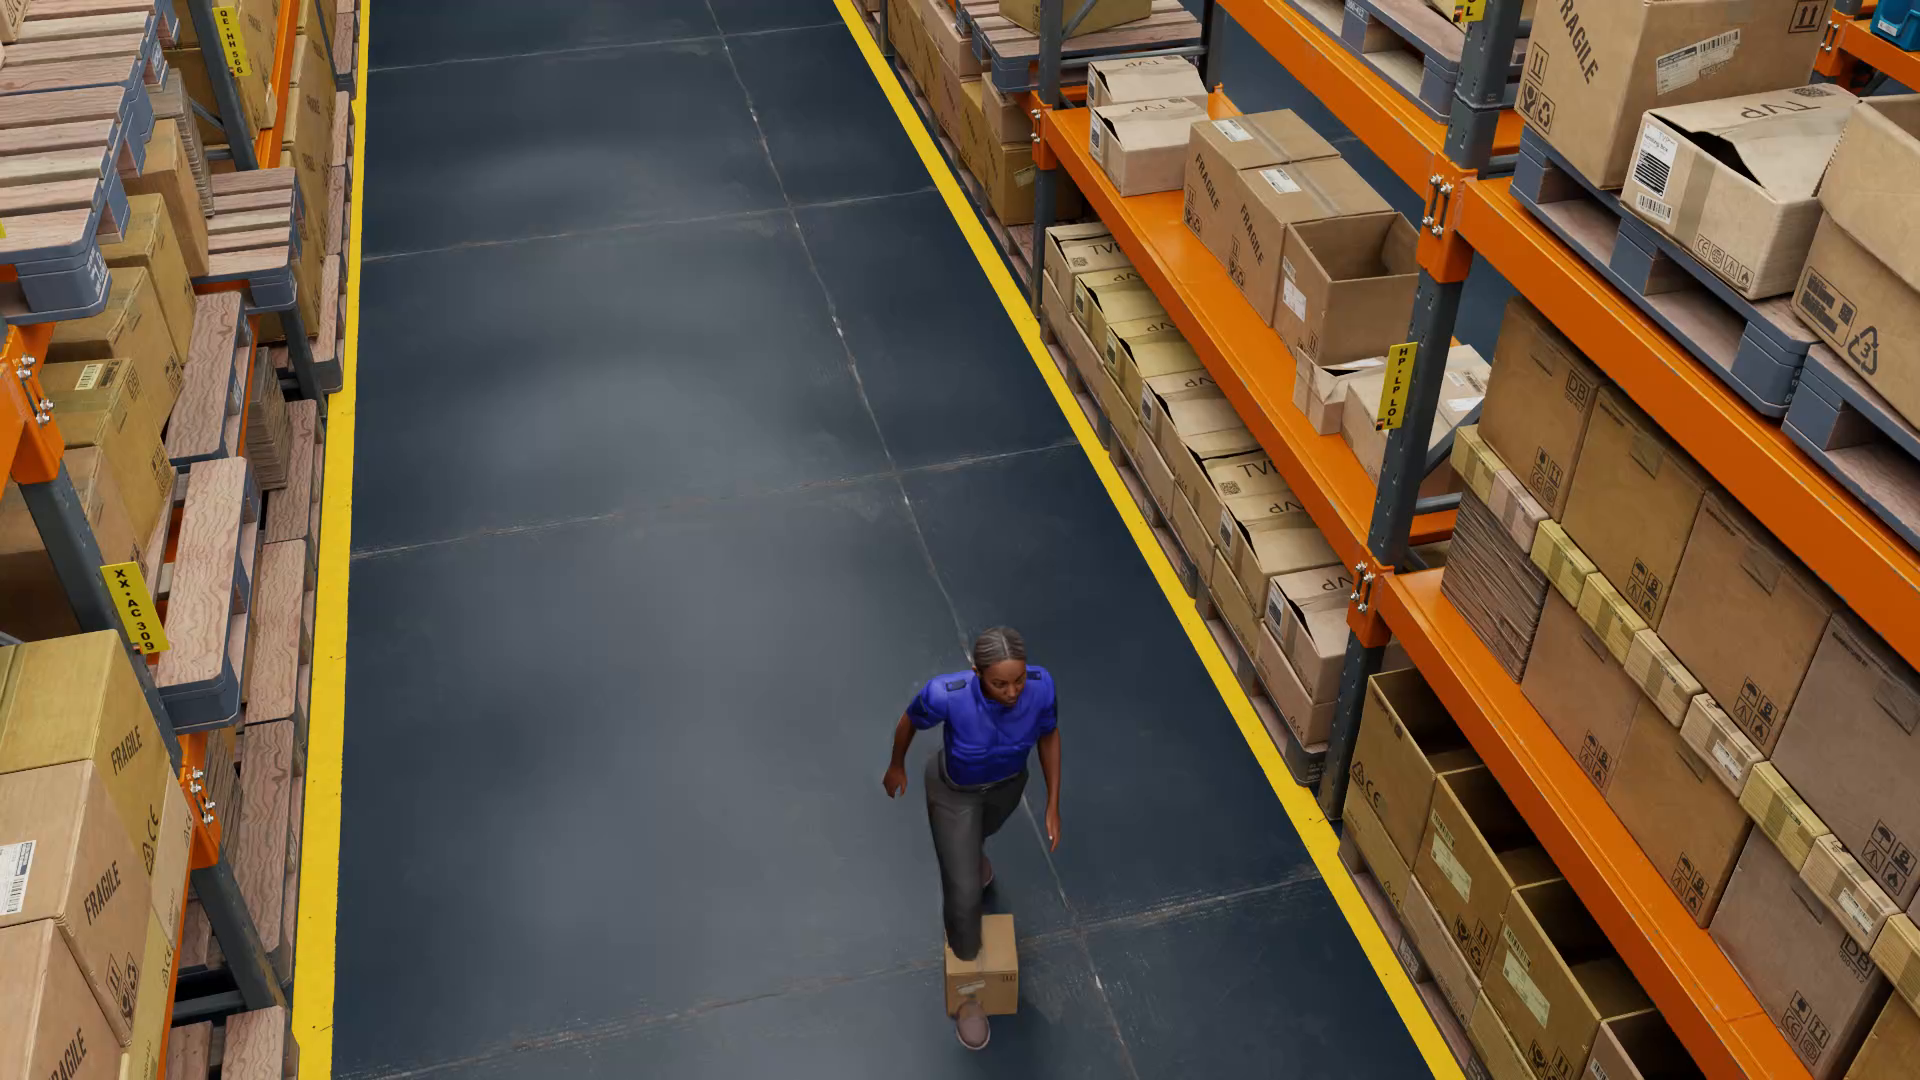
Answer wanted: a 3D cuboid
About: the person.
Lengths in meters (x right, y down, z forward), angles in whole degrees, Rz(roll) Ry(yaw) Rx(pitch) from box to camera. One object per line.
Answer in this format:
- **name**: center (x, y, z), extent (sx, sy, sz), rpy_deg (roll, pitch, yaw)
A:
- **person**: center (0.057, 0.853, 5.691), extent (0.552, 1.606, 0.927), rpy_deg (-14, 40, -17)
